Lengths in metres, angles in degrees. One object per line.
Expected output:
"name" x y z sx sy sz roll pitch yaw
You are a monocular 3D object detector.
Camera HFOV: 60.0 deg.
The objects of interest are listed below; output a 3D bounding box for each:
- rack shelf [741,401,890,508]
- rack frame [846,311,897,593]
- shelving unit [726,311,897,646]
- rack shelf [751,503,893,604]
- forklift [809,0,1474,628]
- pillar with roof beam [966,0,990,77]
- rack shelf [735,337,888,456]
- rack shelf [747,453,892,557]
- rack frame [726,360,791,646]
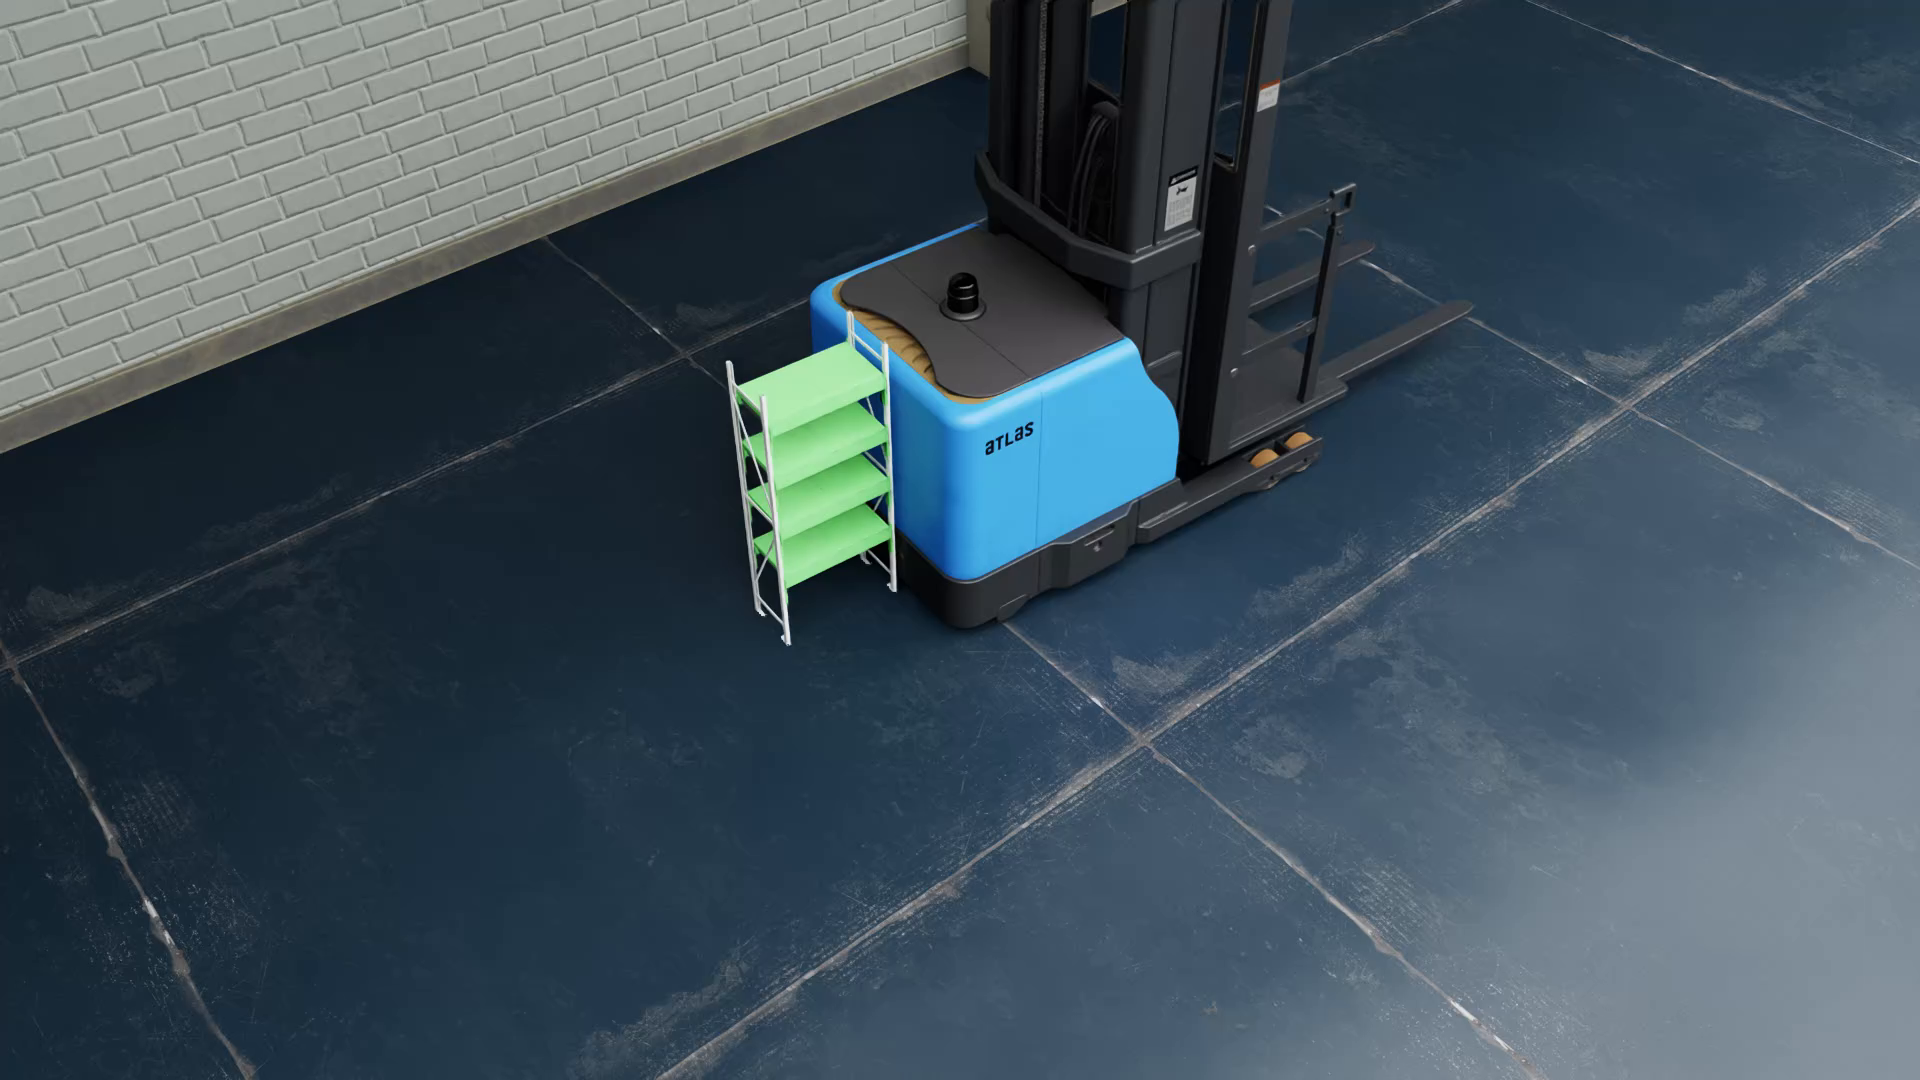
"rack shelf" -0.522 -0.330 5.967 0.480 0.148 0.258 -26 49 -25
"rack frame" -0.324 -0.299 6.192 0.015 1.200 0.240 -26 49 -25
"shelving unit" -0.522 -0.201 6.088 0.503 1.200 0.258 -26 49 -25
"rack shelf" -0.522 0.020 6.296 0.480 0.148 0.258 -26 49 -25
"forklift" 0.916 -1.551 6.260 3.031 2.935 1.130 -26 49 -25
"pillar with roof beam" 3.044 -3.808 4.231 0.400 9.000 9.100 -30 51 -28
"rack shelf" -0.522 -0.505 5.803 0.480 0.148 0.258 -26 49 -25
"rack shelf" -0.522 -0.155 6.132 0.480 0.148 0.258 -26 49 -25
"rack frame" -0.719 -0.104 5.984 0.015 1.200 0.240 -26 49 -25
